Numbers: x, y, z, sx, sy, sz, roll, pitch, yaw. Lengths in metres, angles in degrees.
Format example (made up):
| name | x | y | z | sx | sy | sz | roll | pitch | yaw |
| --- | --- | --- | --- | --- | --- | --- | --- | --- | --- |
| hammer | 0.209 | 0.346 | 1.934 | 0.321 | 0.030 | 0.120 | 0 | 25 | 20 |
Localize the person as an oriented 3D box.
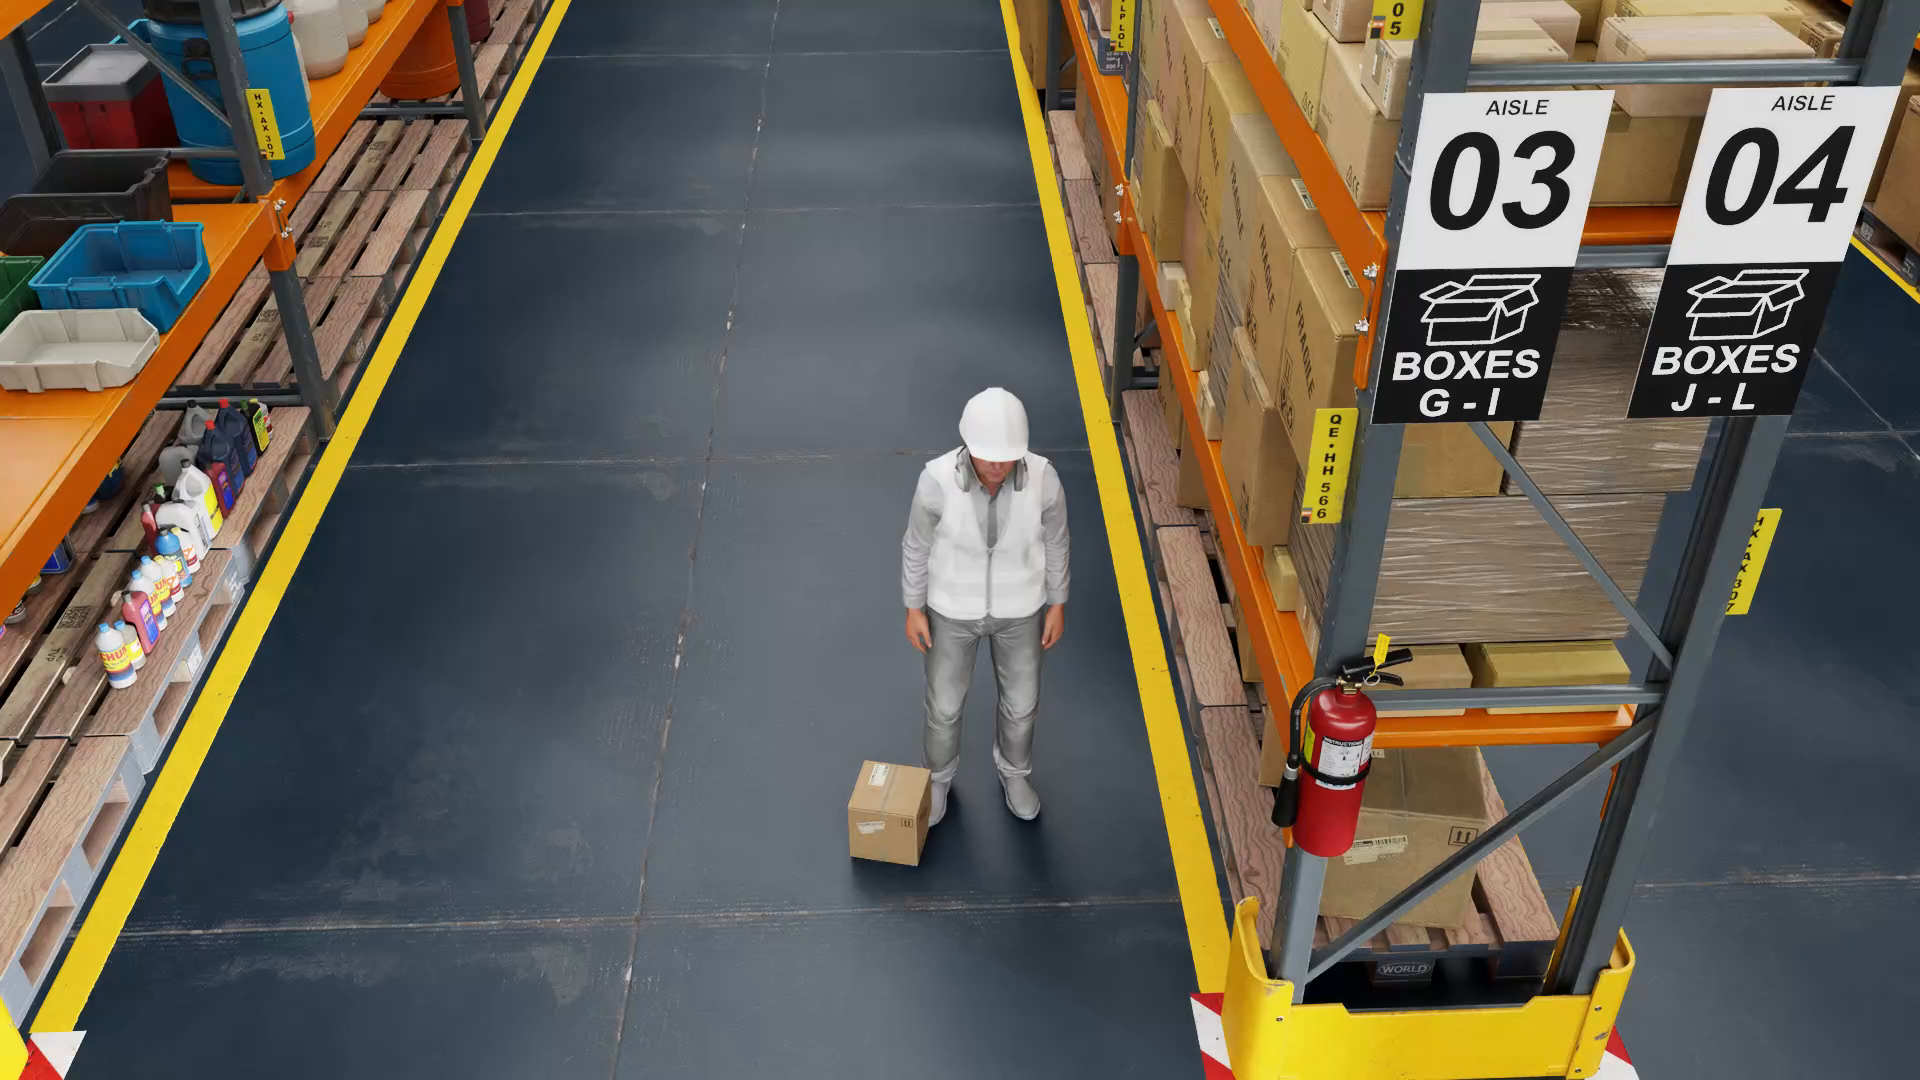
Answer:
| name | x | y | z | sx | sy | sz | roll | pitch | yaw |
| --- | --- | --- | --- | --- | --- | --- | --- | --- | --- |
| person | 0.090 | 0.230 | 5.793 | 0.581 | 1.771 | 0.461 | -2 | 35 | -3 |
